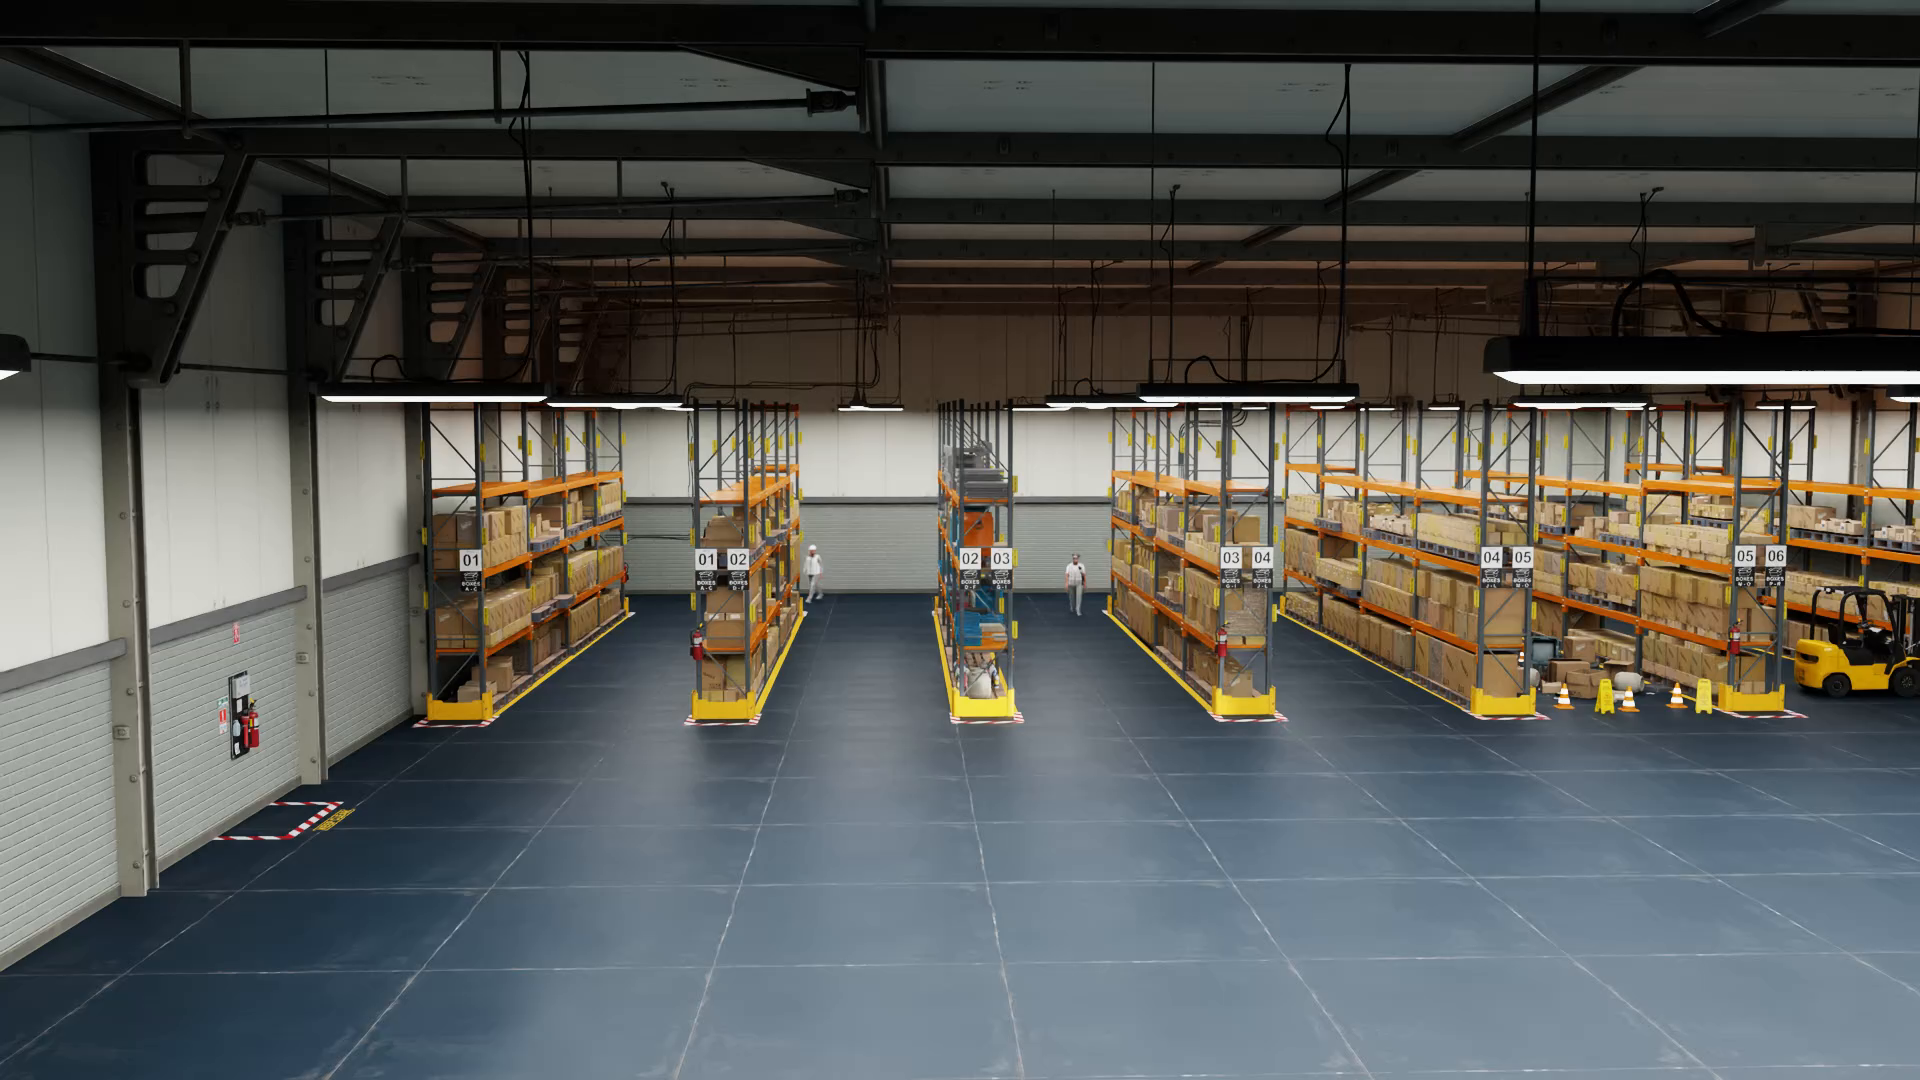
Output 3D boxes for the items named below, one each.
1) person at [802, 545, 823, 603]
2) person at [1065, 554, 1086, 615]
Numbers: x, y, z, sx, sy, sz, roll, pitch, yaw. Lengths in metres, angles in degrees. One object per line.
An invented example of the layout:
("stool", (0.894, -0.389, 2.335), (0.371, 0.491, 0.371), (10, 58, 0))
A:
("person", (-4.474, 1.011, 50.471), (0.529, 1.708, 1.099), (3, 5, 33))
("person", (3.298, 1.238, 47.468), (0.593, 1.705, 1.085), (1, 4, 8))
